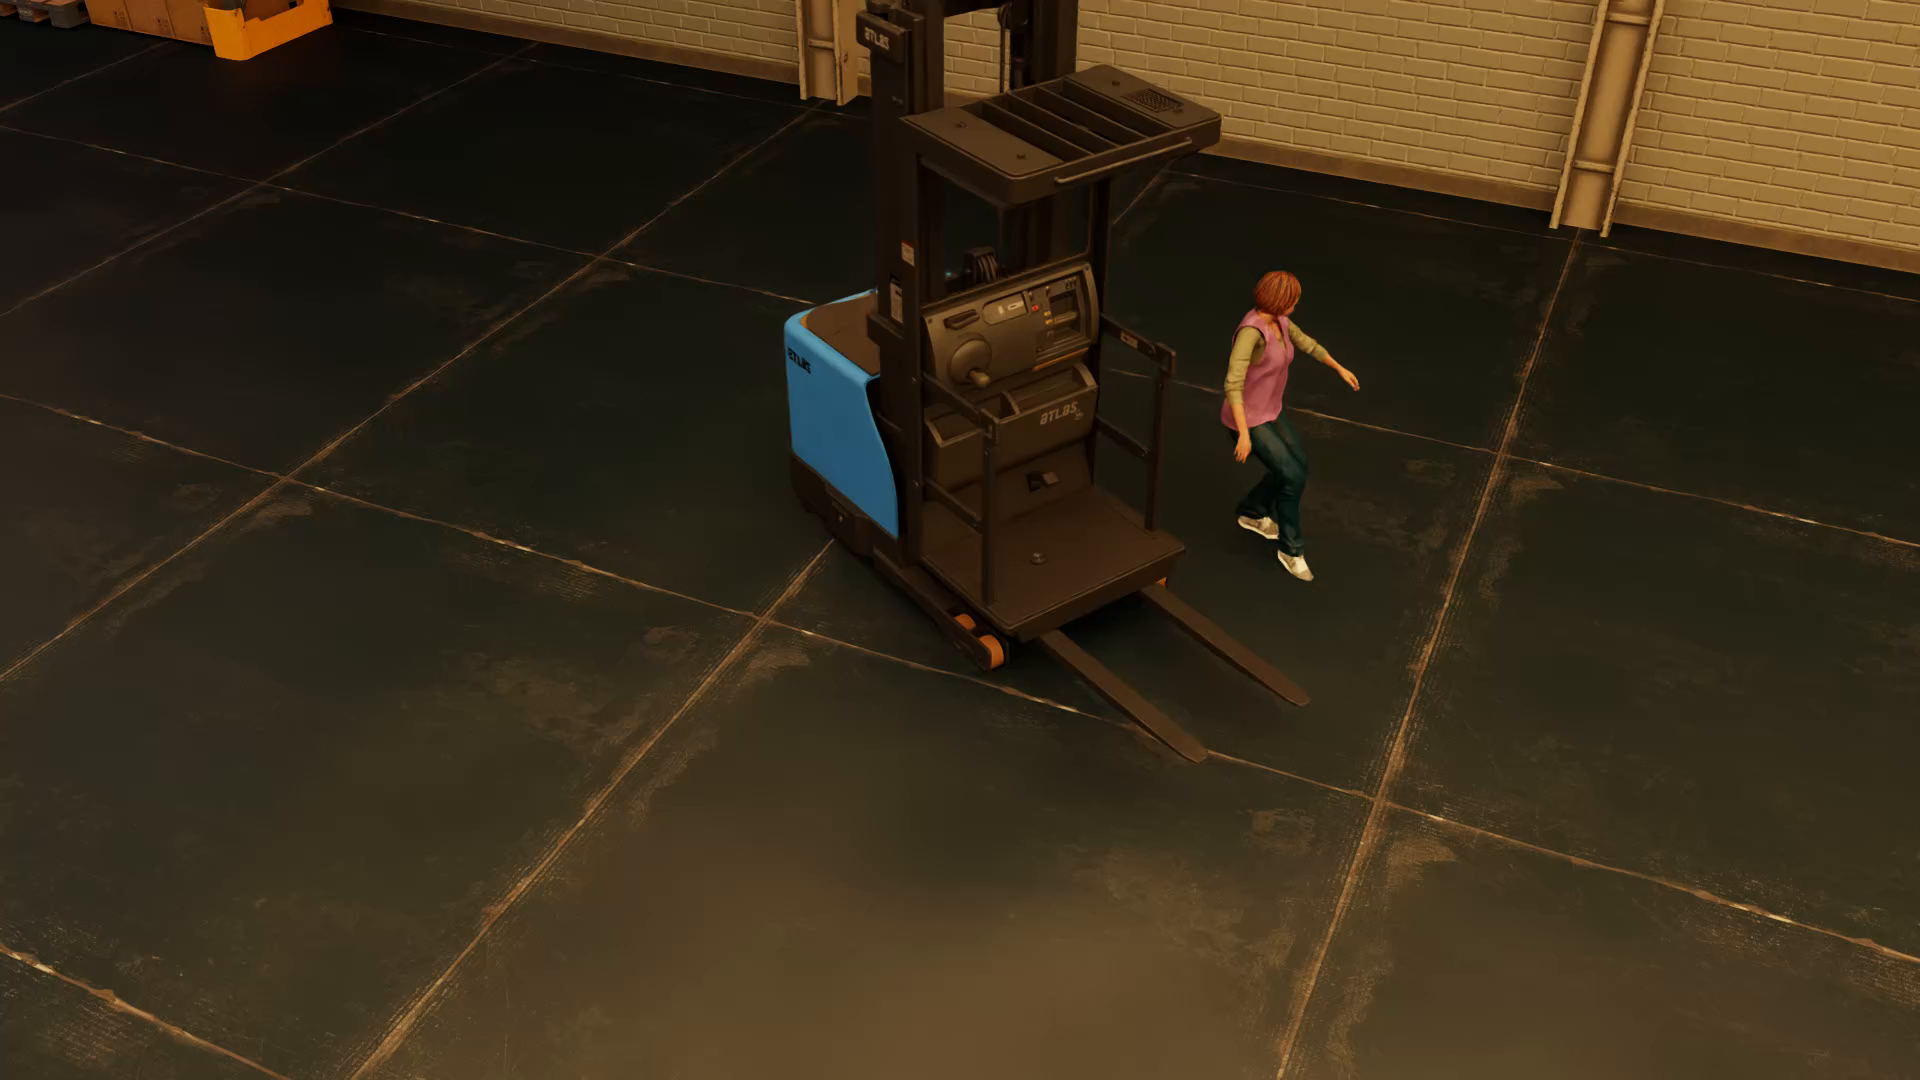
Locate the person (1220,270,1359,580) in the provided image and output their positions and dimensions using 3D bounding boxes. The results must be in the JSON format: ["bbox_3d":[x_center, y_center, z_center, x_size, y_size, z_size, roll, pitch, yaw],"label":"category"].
[{"bbox_3d":[1.579,-0.555,8.172,0.615,1.517,0.808,15,38,20],"label":"person"}]

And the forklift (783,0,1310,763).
[{"bbox_3d":[0.369,-0.909,7.360,1.130,2.935,3.031,-23,41,-29],"label":"forklift"}]
